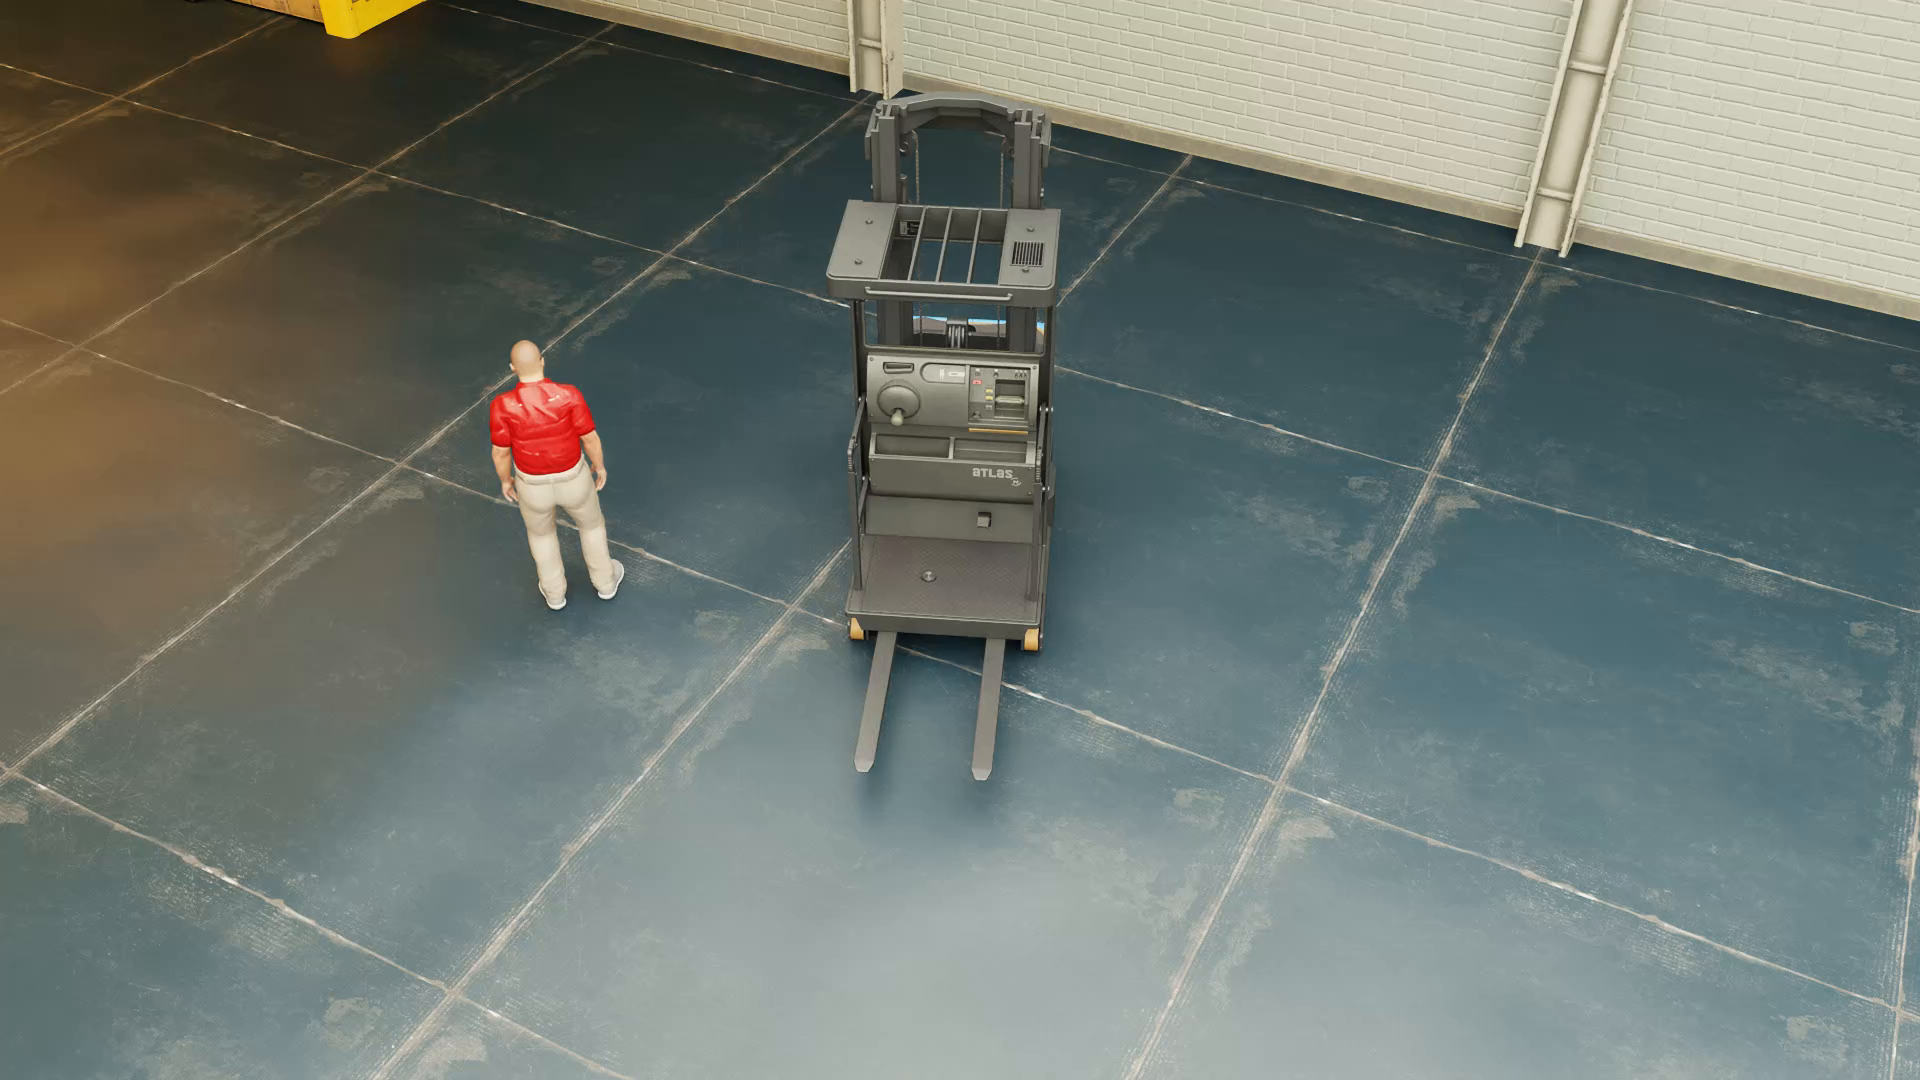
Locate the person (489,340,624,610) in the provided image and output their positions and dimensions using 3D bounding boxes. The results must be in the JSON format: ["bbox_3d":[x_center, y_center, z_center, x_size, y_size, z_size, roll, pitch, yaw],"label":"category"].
[{"bbox_3d":[-2.283,-0.351,9.337,0.585,1.727,0.397,-9,41,-10],"label":"person"}]

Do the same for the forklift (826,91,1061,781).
[{"bbox_3d":[-0.058,-0.718,8.839,1.130,2.935,3.031,3,40,4],"label":"forklift"}]
